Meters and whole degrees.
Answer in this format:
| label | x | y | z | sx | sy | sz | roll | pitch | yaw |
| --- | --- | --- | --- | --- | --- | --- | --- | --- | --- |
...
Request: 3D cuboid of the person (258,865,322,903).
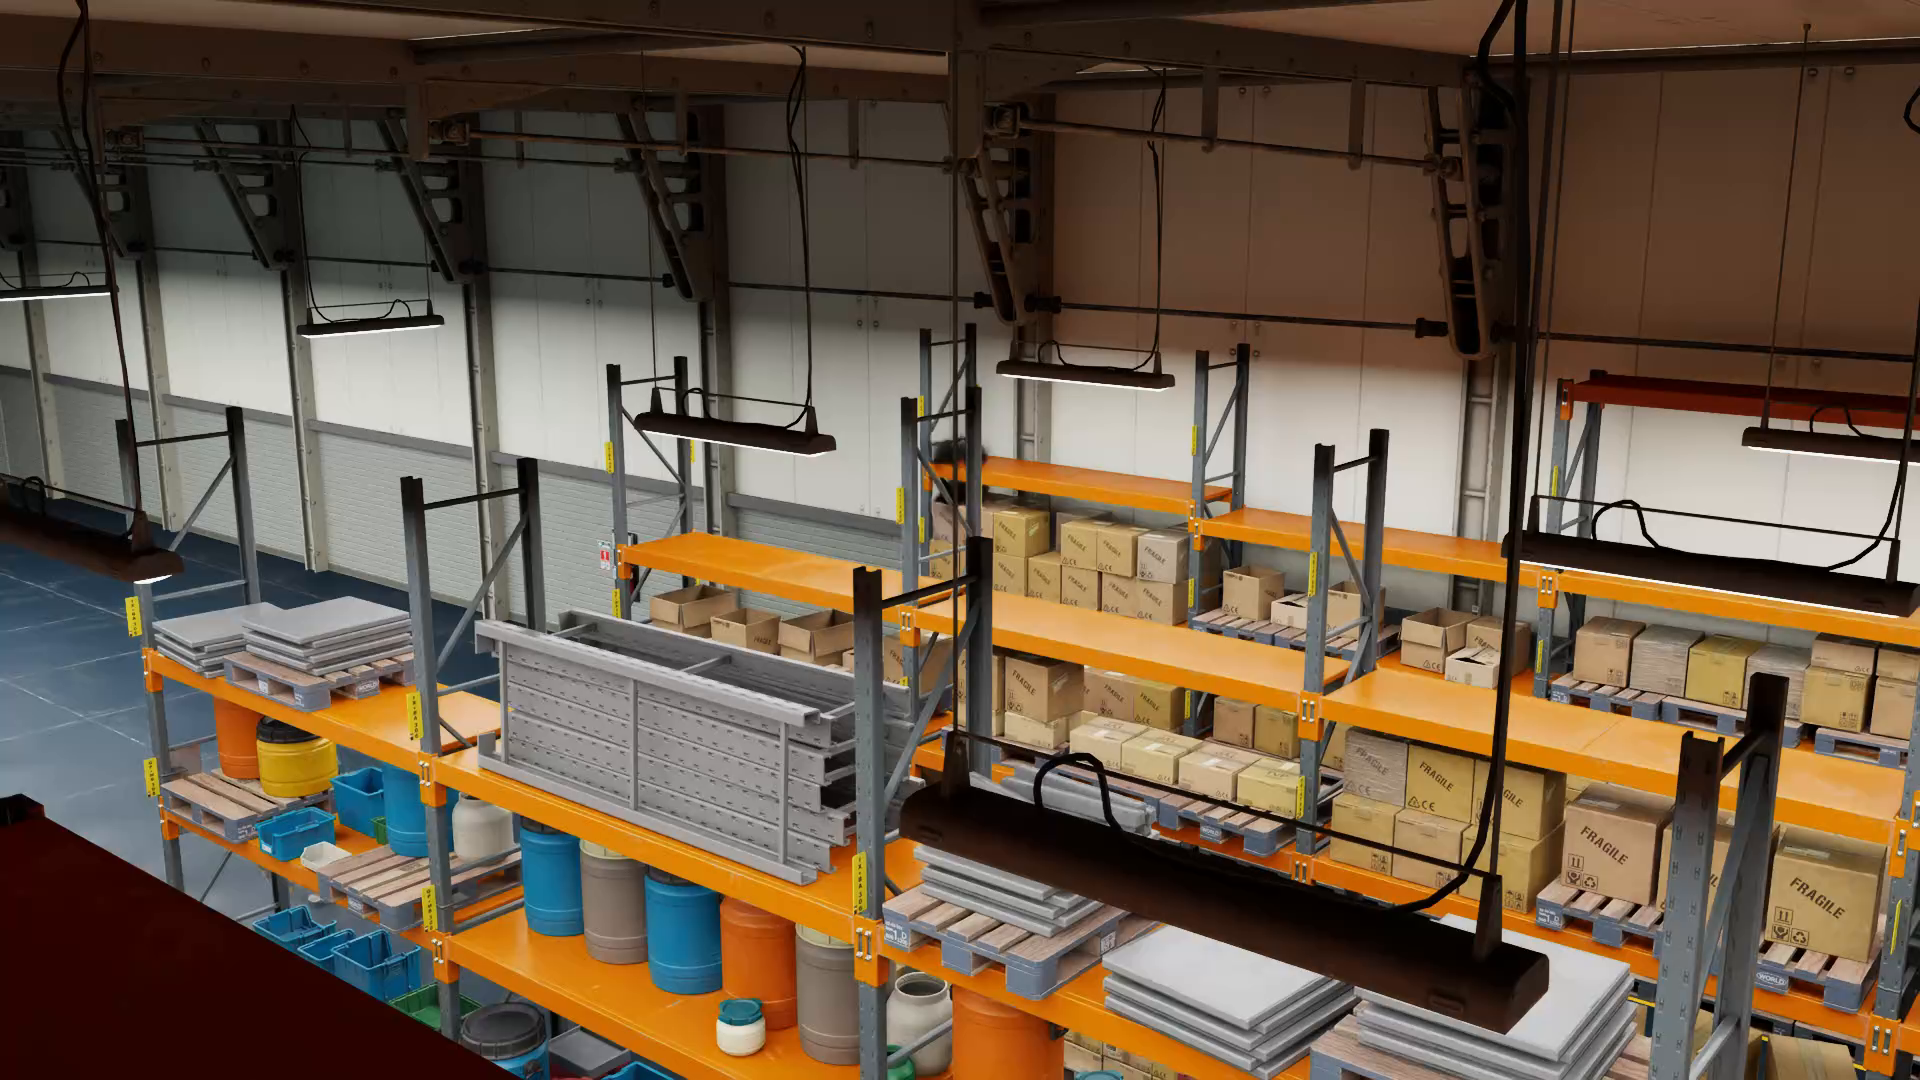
| label | x | y | z | sx | sy | sz | roll | pitch | yaw |
| --- | --- | --- | --- | --- | --- | --- | --- | --- | --- |
| person | -7.306 | 3.231 | 18.137 | 0.795 | 1.687 | 0.640 | -5 | 13 | -20 |
